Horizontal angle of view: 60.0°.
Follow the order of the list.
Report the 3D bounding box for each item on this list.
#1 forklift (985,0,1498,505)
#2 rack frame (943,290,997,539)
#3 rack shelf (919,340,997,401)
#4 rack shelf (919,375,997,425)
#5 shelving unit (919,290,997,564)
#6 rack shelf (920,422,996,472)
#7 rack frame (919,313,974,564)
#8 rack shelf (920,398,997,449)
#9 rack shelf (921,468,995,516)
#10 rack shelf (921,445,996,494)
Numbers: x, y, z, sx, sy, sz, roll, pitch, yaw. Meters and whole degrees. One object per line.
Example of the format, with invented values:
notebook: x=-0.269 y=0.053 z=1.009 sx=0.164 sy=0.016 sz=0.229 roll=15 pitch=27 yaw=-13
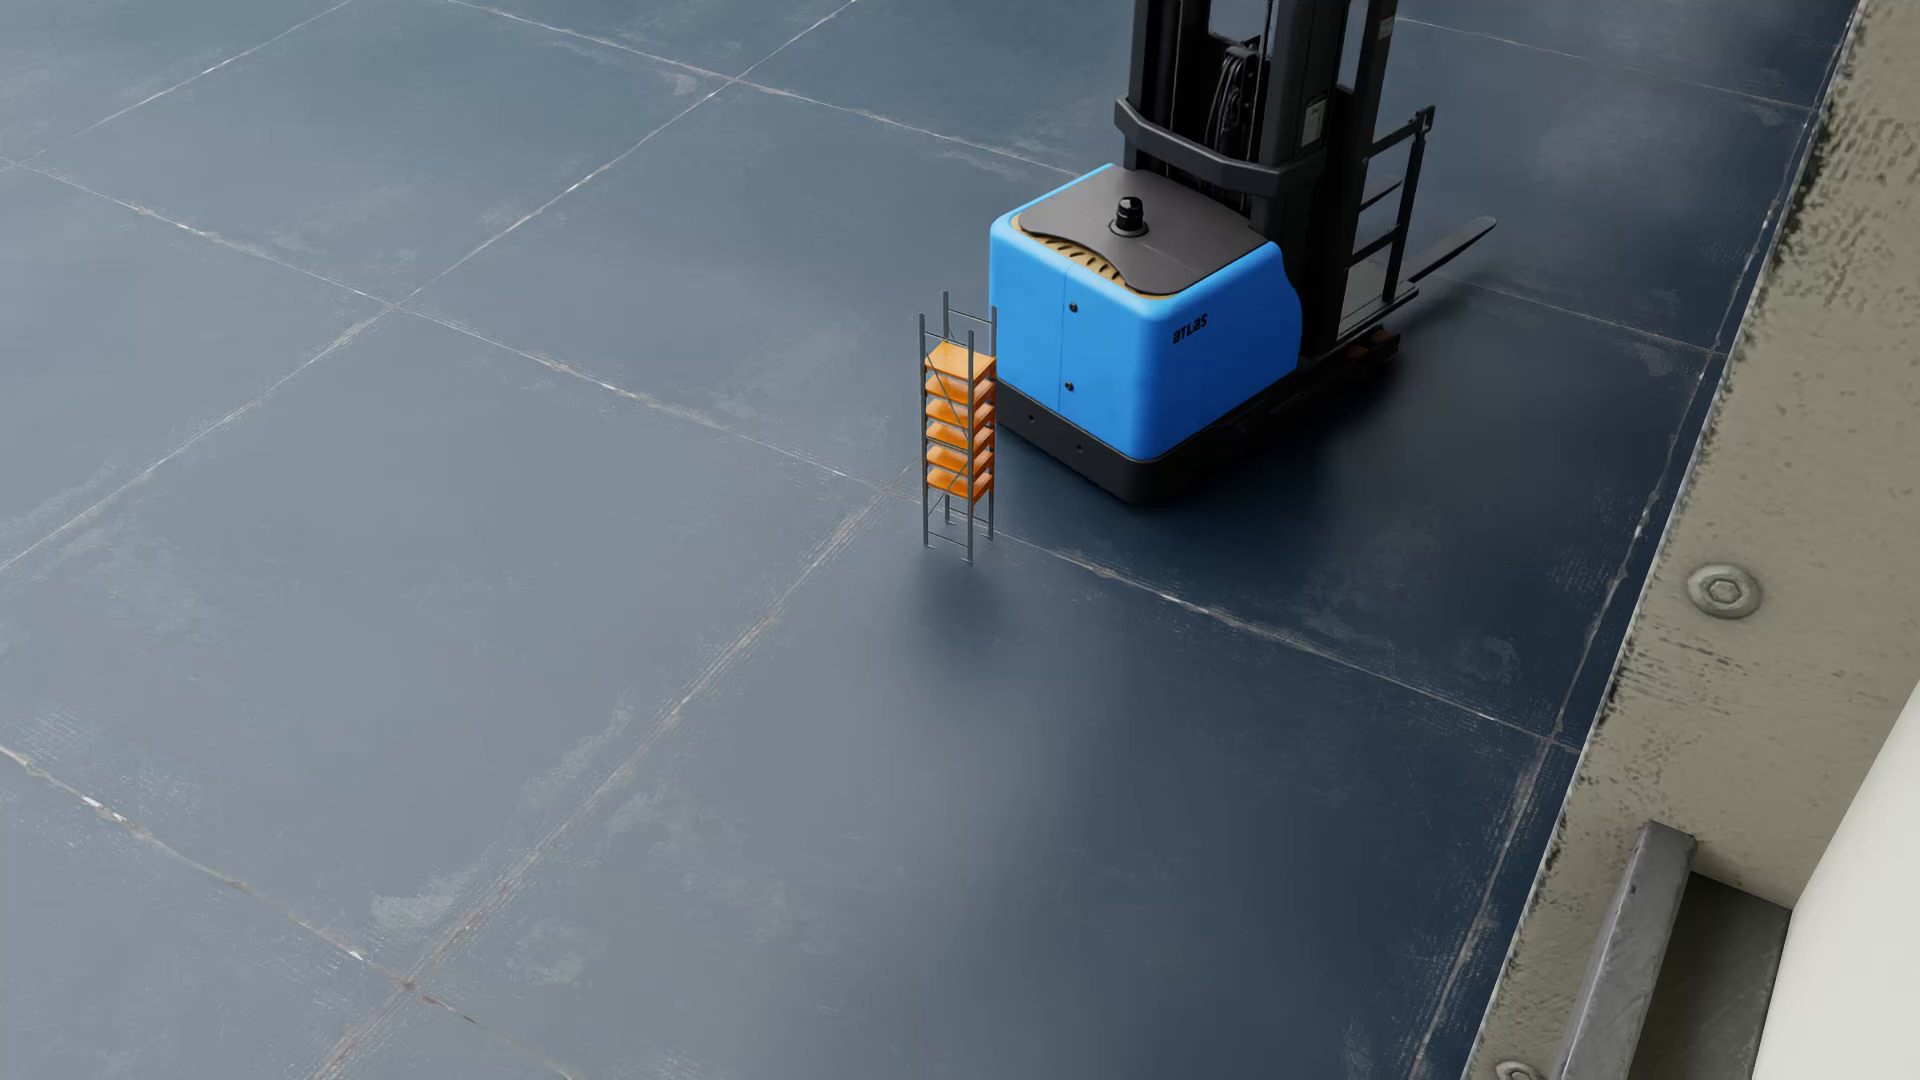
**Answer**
forklift: x=1.533 y=-2.110 z=7.428 sx=3.031 sy=2.935 sz=1.130 roll=-32 pitch=50 yaw=-31
rack frame: x=0.039 y=-0.494 z=6.904 sx=0.240 sy=1.200 sz=0.006 roll=21 pitch=45 yaw=22
rack shelf: x=-0.007 y=-0.679 z=6.635 sx=0.258 sy=0.103 sz=0.180 roll=21 pitch=45 yaw=22
rack shelf: x=-0.007 y=-0.589 z=6.715 sx=0.258 sy=0.103 sz=0.180 roll=21 pitch=45 yaw=22
shelving unit: x=-0.007 y=-0.442 z=6.844 sx=0.258 sy=1.200 sz=0.189 roll=21 pitch=45 yaw=22
rack shelf: x=-0.007 y=-0.409 z=6.873 sx=0.258 sy=0.103 sz=0.180 roll=21 pitch=45 yaw=22
rack frame: x=-0.053 y=-0.390 z=6.785 sx=0.240 sy=1.200 sz=0.006 roll=21 pitch=45 yaw=22
rack shelf: x=-0.007 y=-0.499 z=6.794 sx=0.258 sy=0.103 sz=0.180 roll=21 pitch=45 yaw=22
rack shelf: x=-0.007 y=-0.229 z=7.032 sx=0.258 sy=0.103 sz=0.180 roll=21 pitch=45 yaw=22
rack shelf: x=-0.007 y=-0.319 z=6.953 sx=0.258 sy=0.103 sz=0.180 roll=21 pitch=45 yaw=22
